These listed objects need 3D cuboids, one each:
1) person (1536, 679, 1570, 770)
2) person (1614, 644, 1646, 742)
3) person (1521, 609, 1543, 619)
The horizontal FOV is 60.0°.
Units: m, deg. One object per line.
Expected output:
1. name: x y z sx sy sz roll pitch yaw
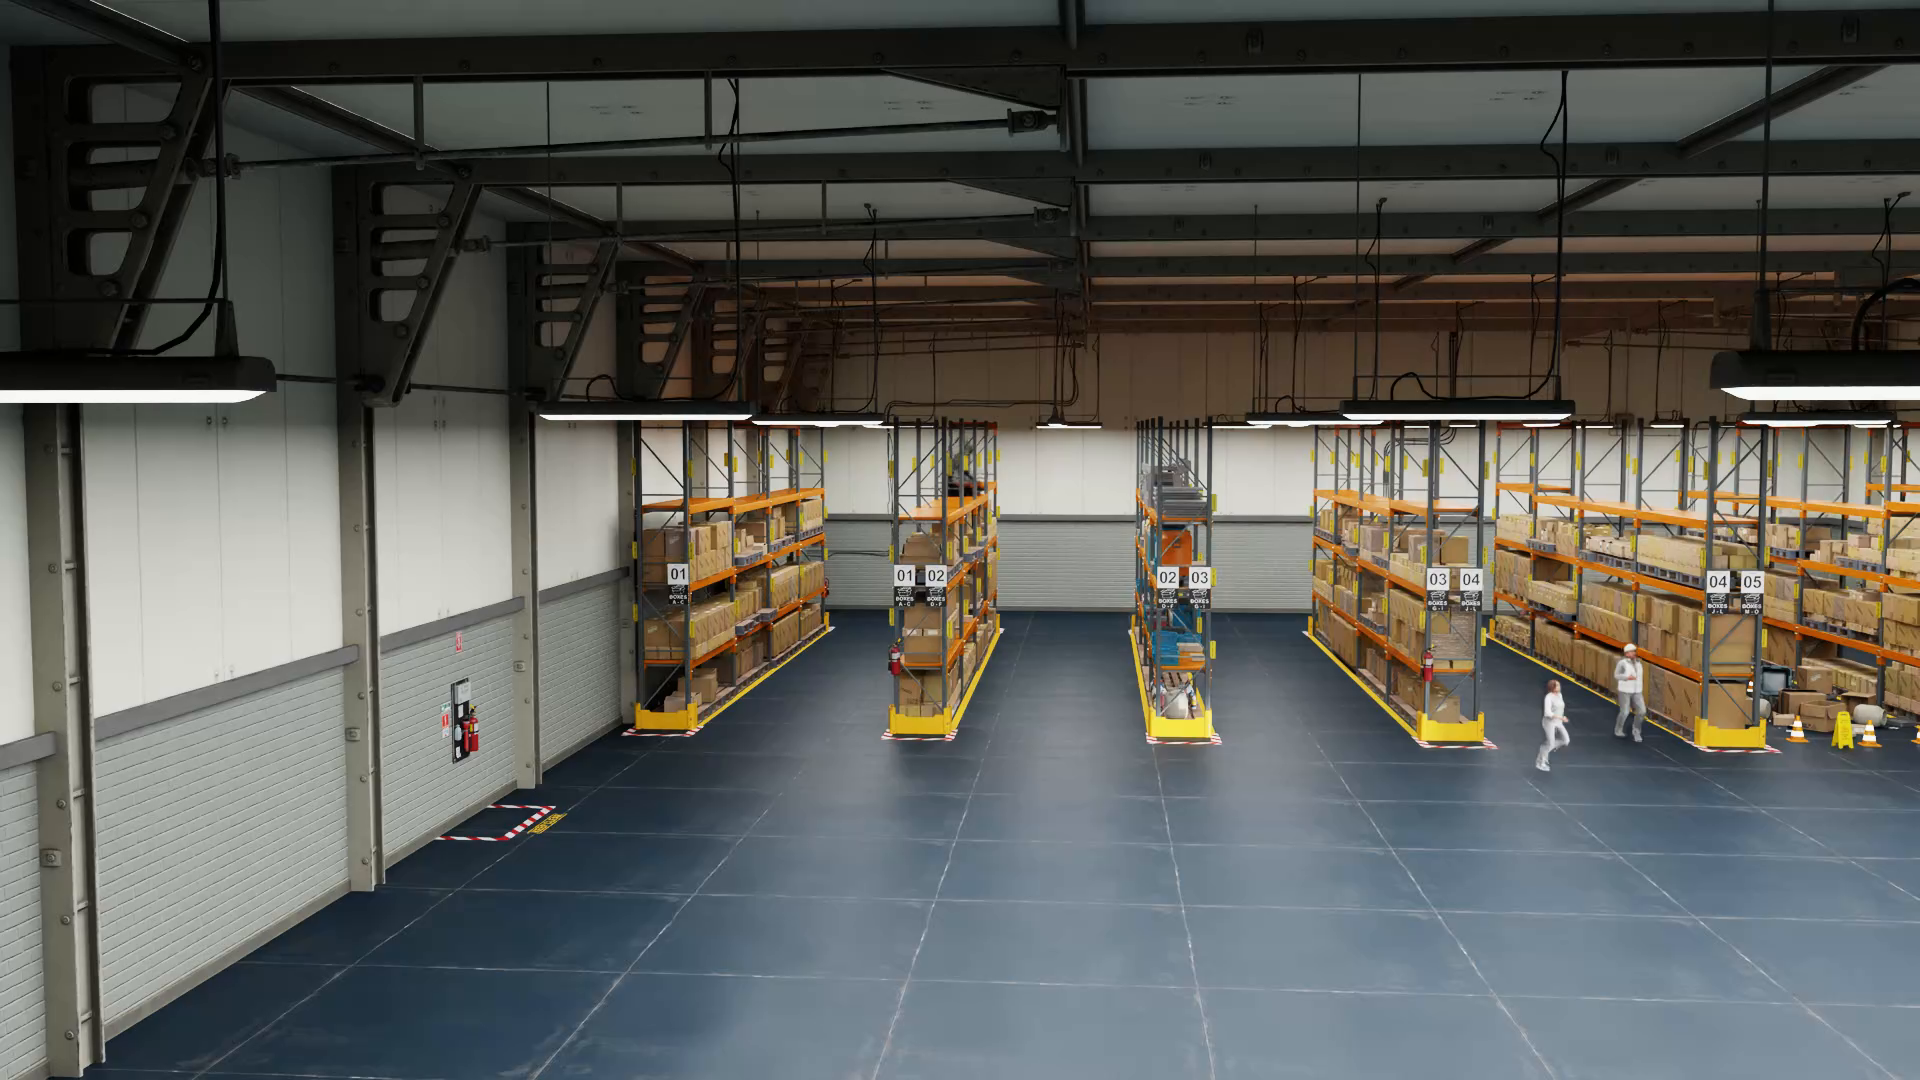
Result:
1. person: 10.033 3.118 28.033 0.567 1.554 0.630 -3 5 -38
2. person: 12.408 2.844 30.760 0.657 1.846 0.667 -1 4 -8
3. person: 16.159 1.838 47.167 0.806 1.631 0.593 0 4 -1
